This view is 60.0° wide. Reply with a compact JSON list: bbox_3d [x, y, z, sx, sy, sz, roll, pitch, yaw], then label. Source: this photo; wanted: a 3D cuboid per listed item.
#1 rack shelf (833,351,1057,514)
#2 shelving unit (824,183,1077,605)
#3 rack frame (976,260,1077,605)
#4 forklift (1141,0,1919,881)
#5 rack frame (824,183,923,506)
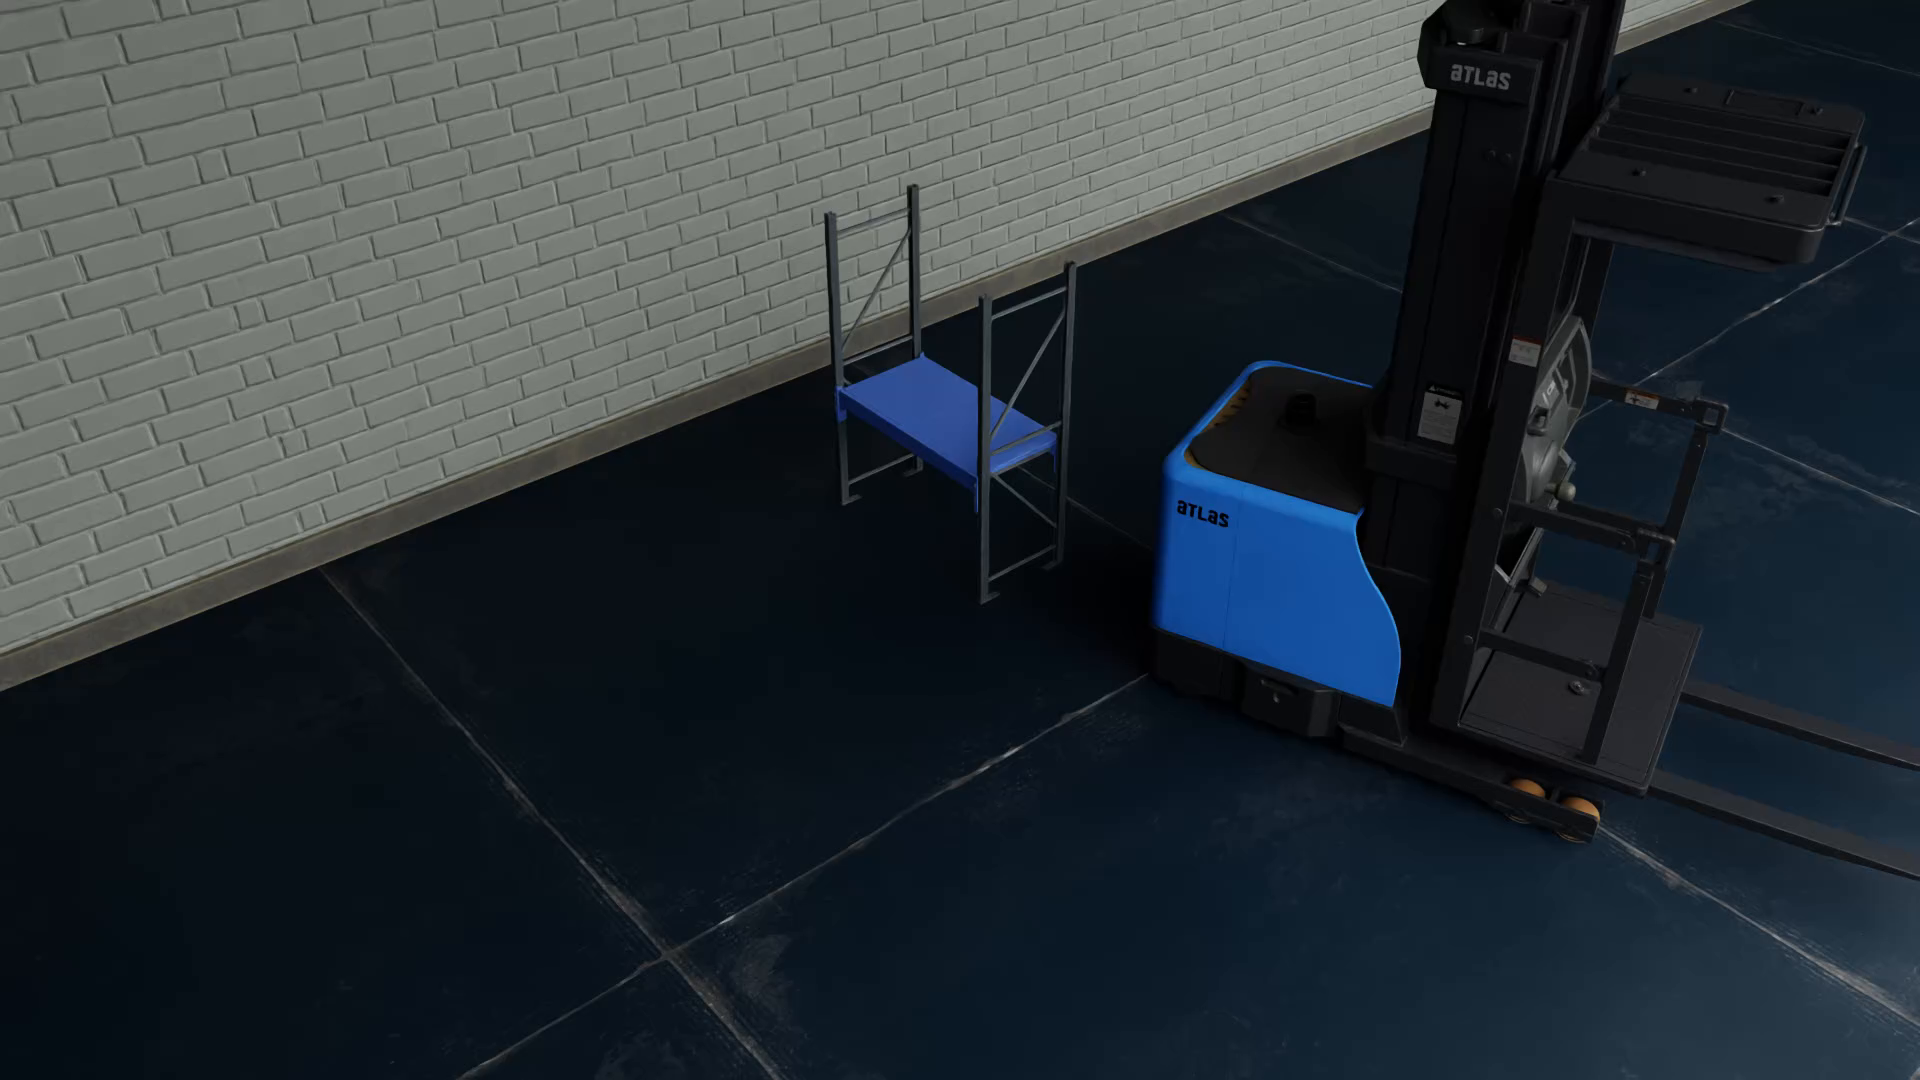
[{"bbox_3d":[-0.055,-0.503,7.474,0.538,0.185,1.000,-26,43,-32],"label":"rack shelf"},{"bbox_3d":[-0.055,-0.650,7.370,0.538,1.500,1.048,-26,43,-32],"label":"shelving unit"},{"bbox_3d":[0.273,-0.425,7.053,0.500,1.500,0.032,-26,43,-32],"label":"rack frame"},{"bbox_3d":[2.288,-0.428,5.819,3.031,2.935,1.130,19,39,24],"label":"forklift"},{"bbox_3d":[-0.383,-0.874,7.687,0.500,1.500,0.032,-26,43,-32],"label":"rack frame"}]
